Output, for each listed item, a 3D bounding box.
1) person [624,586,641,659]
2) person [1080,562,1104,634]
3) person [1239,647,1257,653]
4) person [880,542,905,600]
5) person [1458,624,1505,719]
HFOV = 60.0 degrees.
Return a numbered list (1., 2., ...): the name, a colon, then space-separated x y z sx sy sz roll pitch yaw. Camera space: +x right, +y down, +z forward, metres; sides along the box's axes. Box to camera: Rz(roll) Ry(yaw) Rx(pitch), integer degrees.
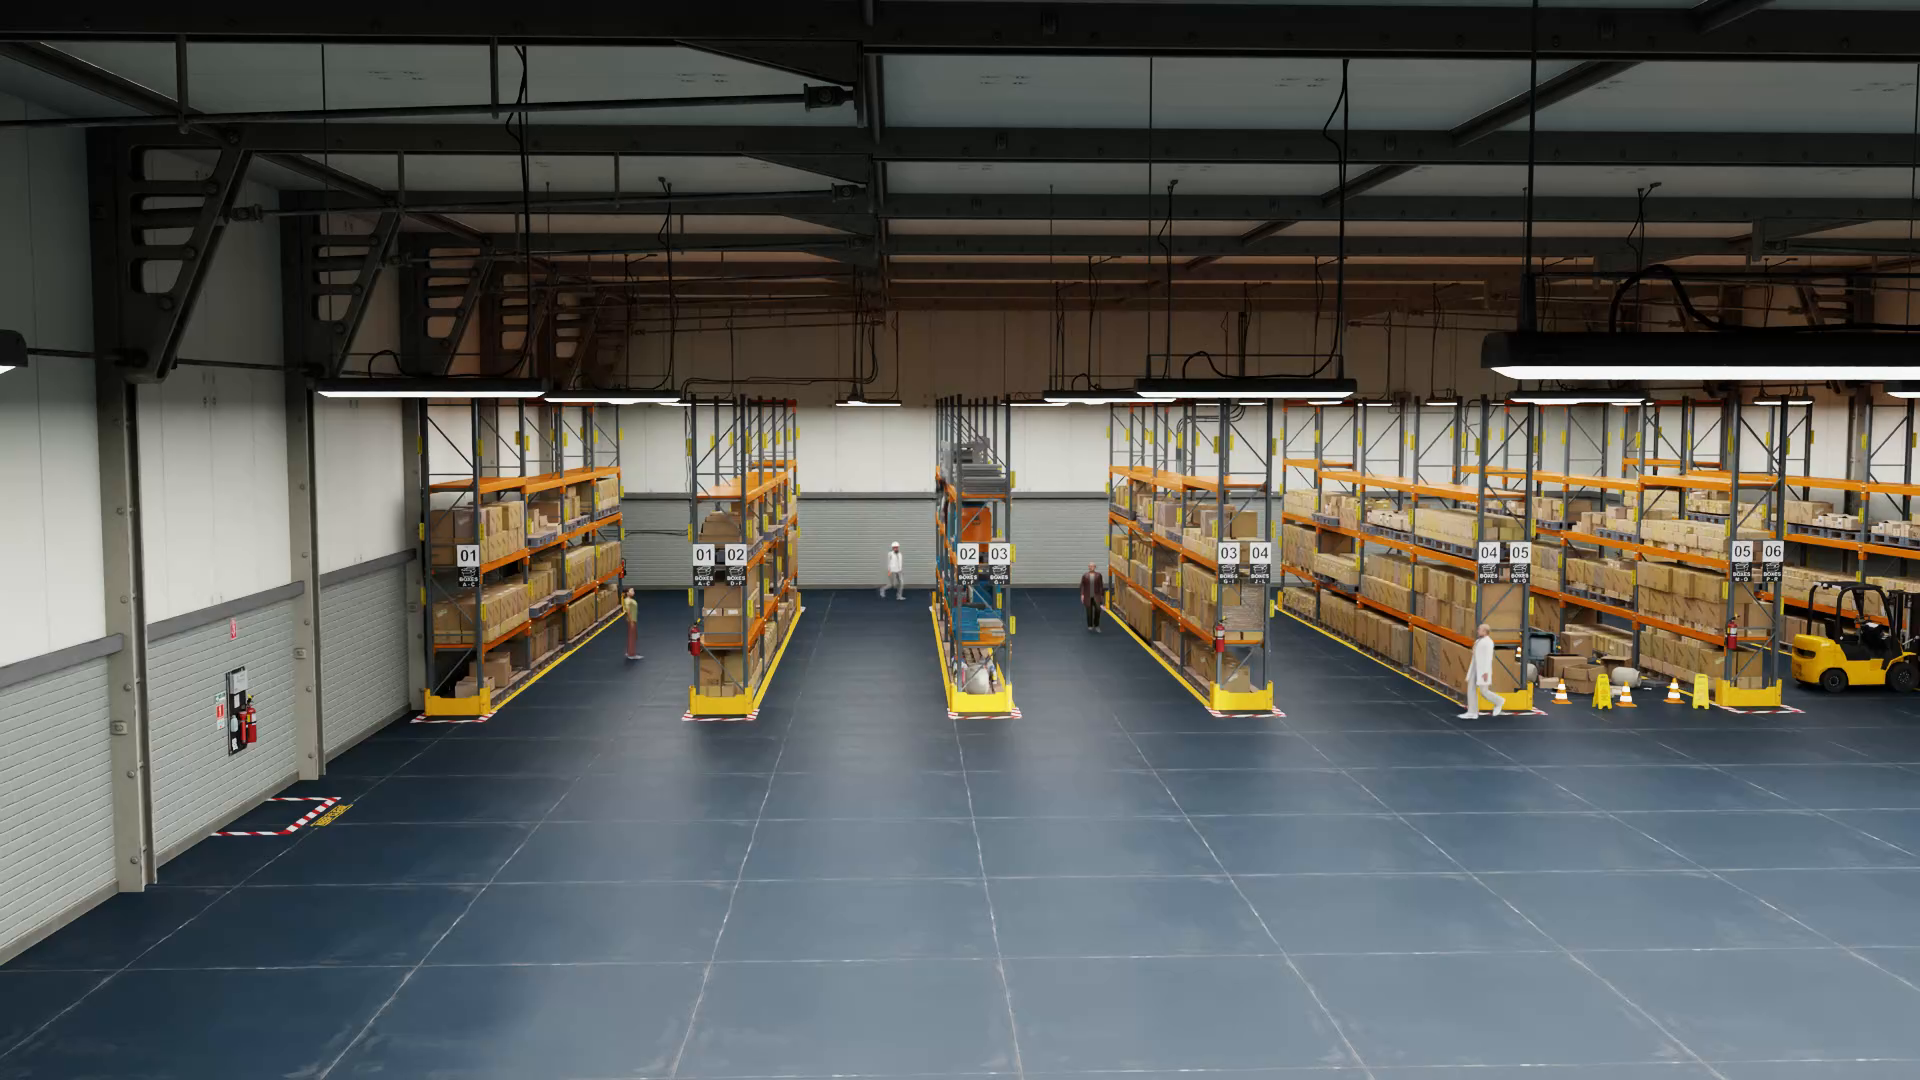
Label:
1. person: -7.507 1.899 38.083 0.386 1.701 0.471 -1 5 -13
2. person: 3.383 1.480 42.645 0.624 1.817 0.577 0 5 3
3. person: 6.731 1.731 39.206 0.684 1.748 0.946 0 4 1
4. person: -1.989 0.923 49.812 0.761 1.739 0.595 3 5 32
5. person: 9.655 2.430 30.660 0.812 1.747 0.549 -2 5 -27
